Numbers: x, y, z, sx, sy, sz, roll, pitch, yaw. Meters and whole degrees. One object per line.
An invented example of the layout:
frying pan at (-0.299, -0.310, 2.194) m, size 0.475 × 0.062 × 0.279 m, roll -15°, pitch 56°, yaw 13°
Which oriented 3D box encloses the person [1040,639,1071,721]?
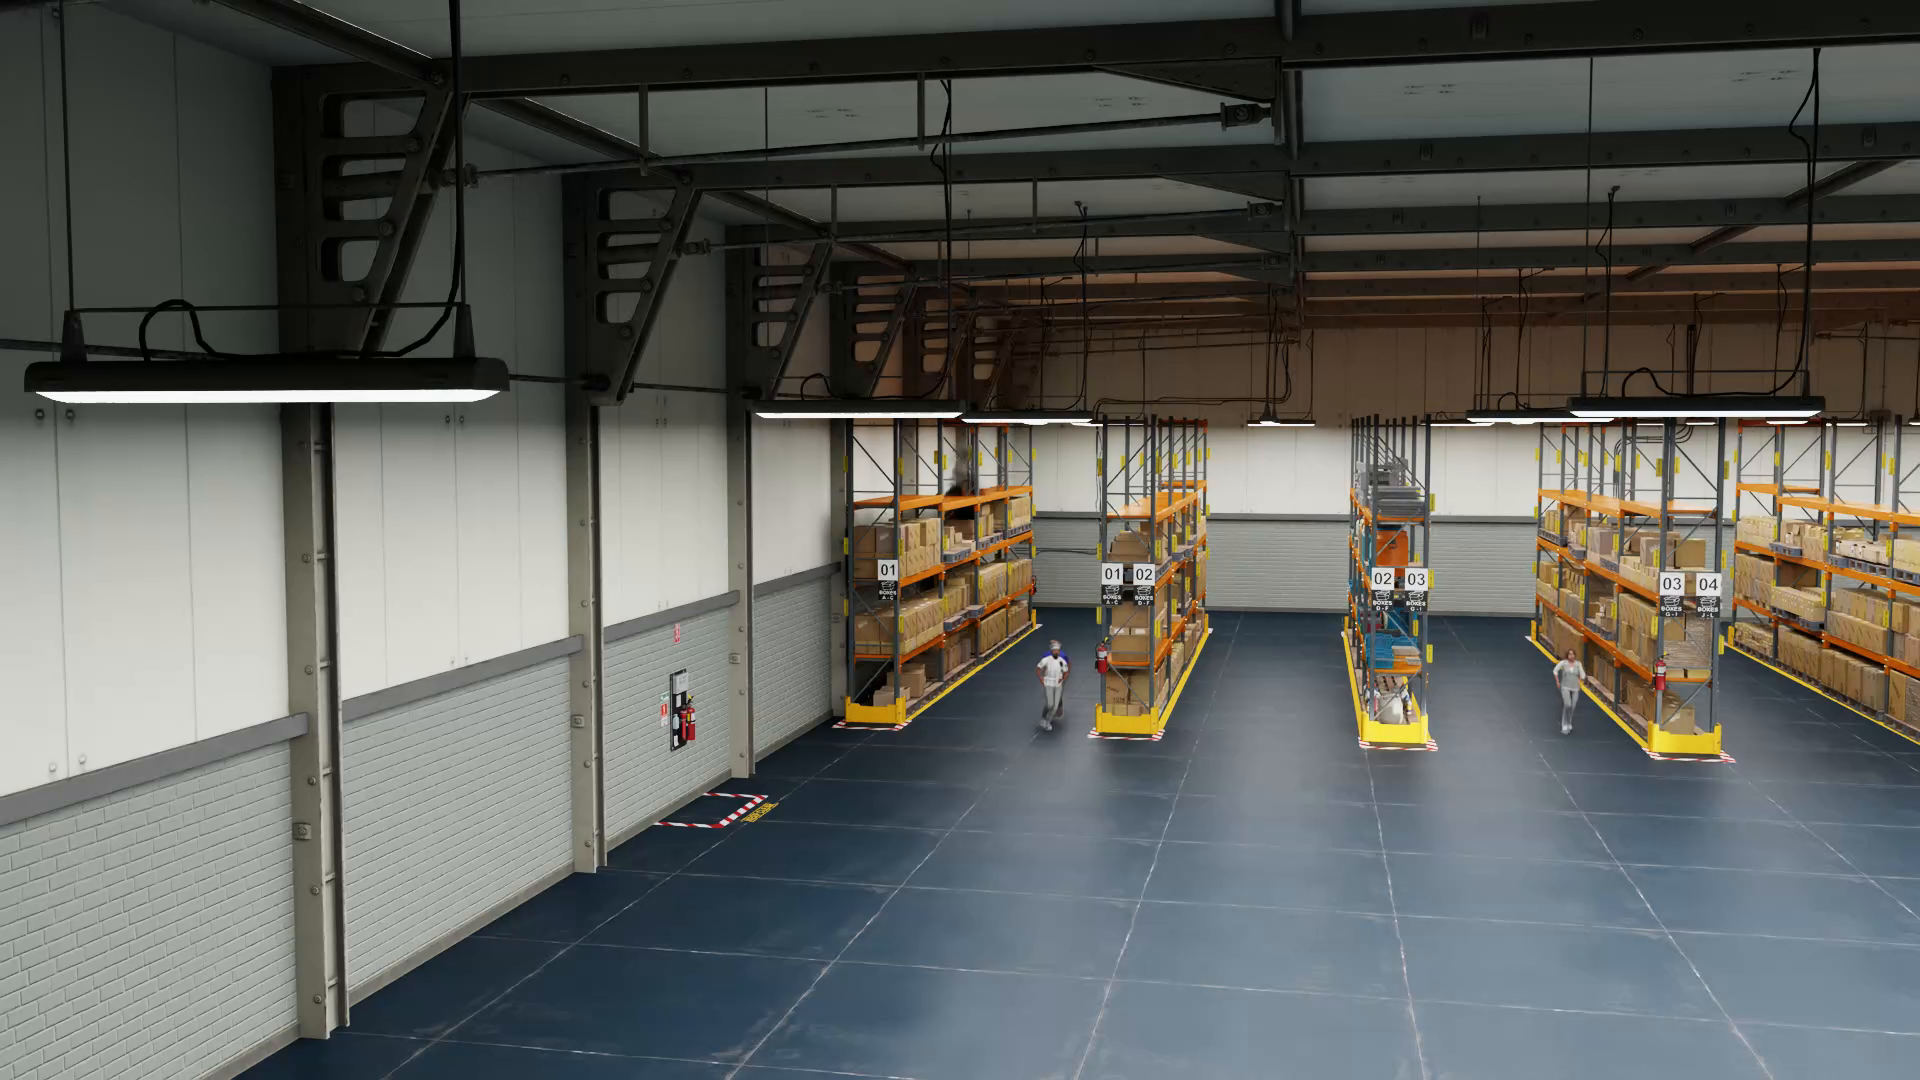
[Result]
person at (1.844, 2.752, 32.567) m, size 0.603 × 1.601 × 0.550 m, roll 1°, pitch 4°, yaw 11°

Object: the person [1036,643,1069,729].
person at (1.782, 2.781, 31.630) m, size 0.613 × 1.661 × 0.529 m, roll -1°, pitch 4°, yaw -12°

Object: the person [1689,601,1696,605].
person at (18.980, 2.010, 43.431) m, size 0.650 × 1.726 × 0.571 m, roll 1°, pitch 4°, yaw 11°

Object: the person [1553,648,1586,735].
person at (11.491, 2.844, 31.323) m, size 0.545 × 1.621 × 0.650 m, roll 1°, pitch 4°, yaw 8°
